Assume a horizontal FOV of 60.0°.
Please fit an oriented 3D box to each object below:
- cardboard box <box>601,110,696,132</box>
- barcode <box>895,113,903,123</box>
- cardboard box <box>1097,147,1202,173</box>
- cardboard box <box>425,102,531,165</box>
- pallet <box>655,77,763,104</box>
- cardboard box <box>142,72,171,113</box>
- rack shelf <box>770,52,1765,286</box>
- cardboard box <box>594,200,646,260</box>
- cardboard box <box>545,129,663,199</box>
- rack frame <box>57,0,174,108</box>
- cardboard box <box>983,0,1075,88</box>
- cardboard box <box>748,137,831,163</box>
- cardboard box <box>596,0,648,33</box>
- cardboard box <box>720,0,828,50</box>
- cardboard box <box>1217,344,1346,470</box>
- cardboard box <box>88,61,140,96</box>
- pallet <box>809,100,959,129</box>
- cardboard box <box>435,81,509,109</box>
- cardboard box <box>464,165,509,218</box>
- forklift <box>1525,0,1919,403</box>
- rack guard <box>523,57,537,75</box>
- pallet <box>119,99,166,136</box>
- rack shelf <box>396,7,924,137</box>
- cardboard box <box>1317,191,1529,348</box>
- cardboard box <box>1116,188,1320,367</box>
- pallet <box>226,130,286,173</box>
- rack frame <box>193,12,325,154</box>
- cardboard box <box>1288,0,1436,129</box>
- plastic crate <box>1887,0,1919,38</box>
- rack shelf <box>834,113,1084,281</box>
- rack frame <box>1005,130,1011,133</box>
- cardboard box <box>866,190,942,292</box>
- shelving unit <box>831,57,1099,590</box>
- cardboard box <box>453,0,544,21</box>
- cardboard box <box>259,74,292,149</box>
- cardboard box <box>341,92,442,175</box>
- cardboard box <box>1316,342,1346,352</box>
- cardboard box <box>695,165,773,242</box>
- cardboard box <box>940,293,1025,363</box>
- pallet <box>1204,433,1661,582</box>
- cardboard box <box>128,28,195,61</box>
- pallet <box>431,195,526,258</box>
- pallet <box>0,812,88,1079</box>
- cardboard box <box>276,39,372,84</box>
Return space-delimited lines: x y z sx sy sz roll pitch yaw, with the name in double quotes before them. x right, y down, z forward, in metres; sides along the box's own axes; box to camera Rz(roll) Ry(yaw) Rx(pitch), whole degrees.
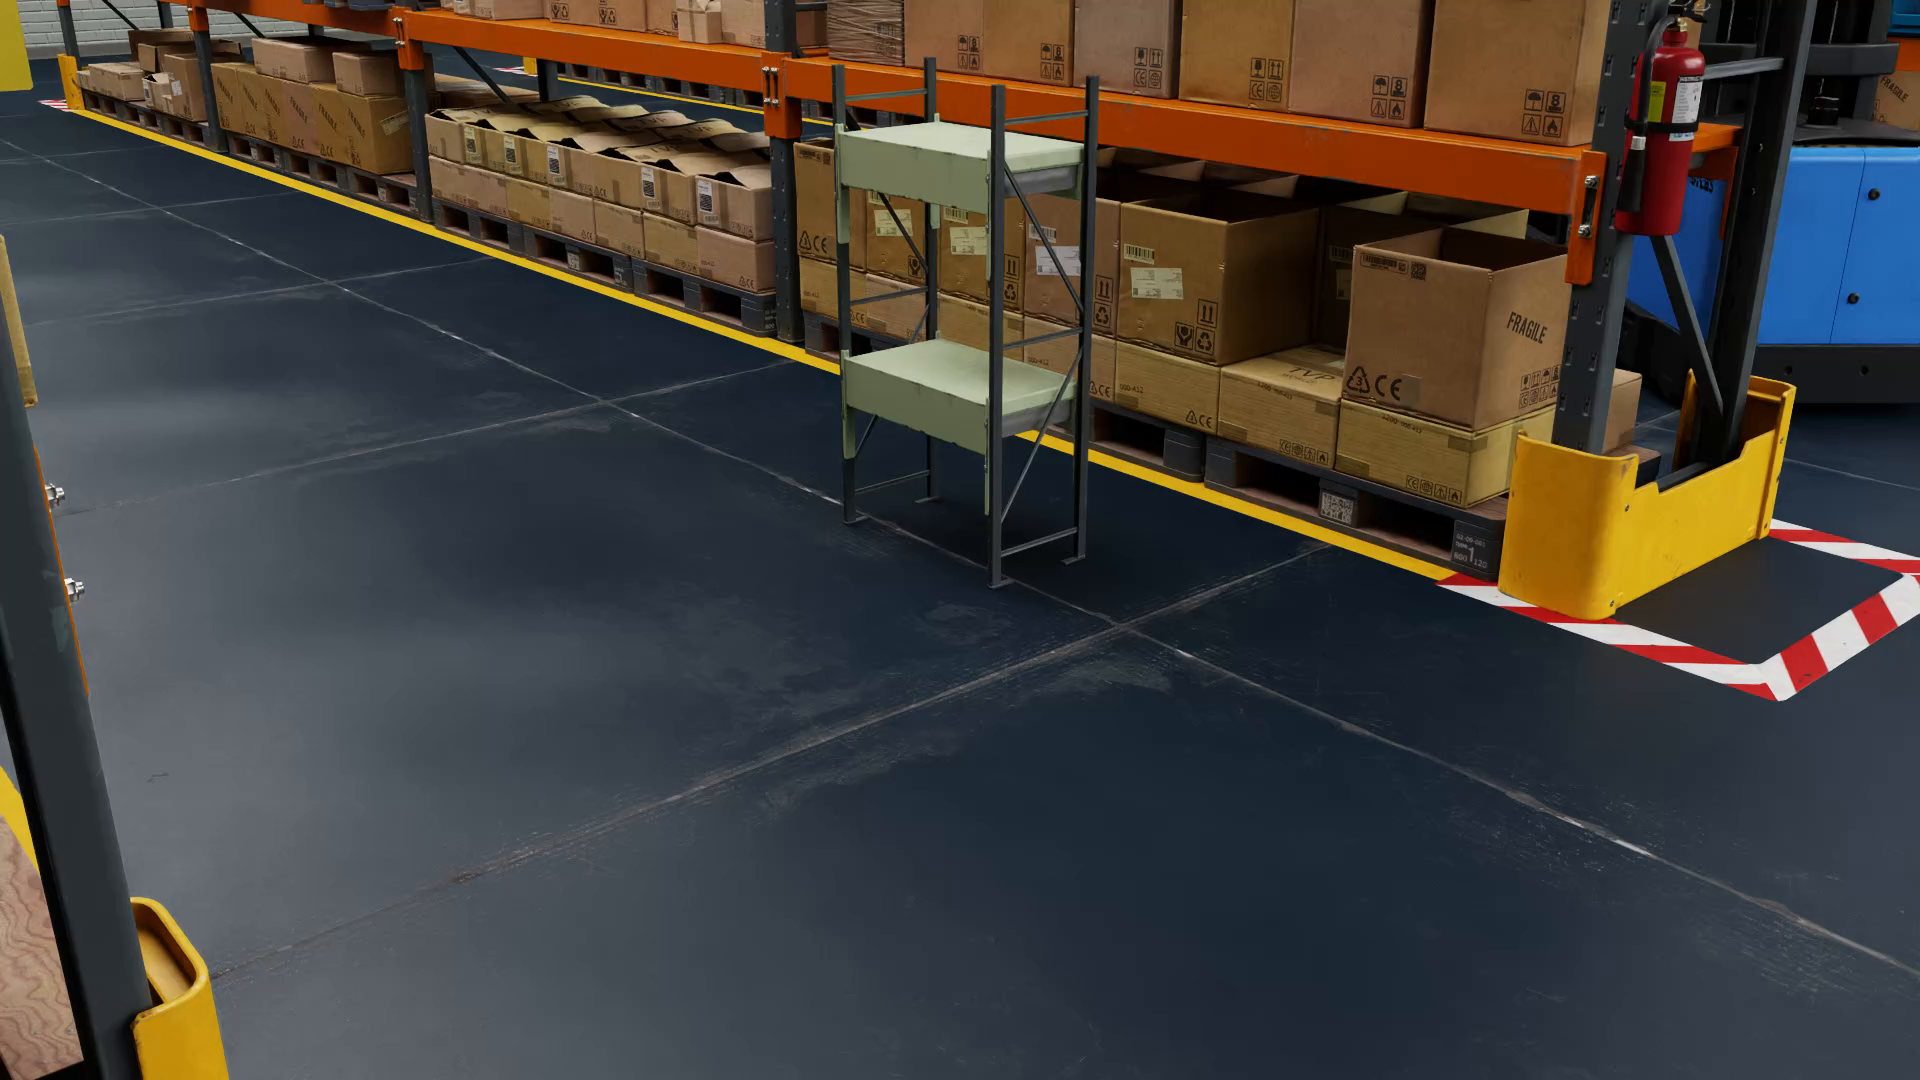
"cardboard box" -1.862 -2.361 9.826 0.500 0.311 0.500 -18 27 -38
"barcode" -0.302 -2.106 8.255 0.001 0.075 0.075 -17 27 -37
"cardboard box" 0.664 -1.358 7.005 0.500 0.500 0.500 -17 27 -37
"cardboard box" -2.943 -2.515 10.218 0.500 0.311 0.500 -16 27 -36
"pallet" -2.427 -4.732 17.277 1.003 0.211 1.213 -17 27 -37
"cardboard box" -6.749 -3.908 14.434 0.500 0.311 0.500 -17 27 -37
"rack shelf" 0.855 -1.561 6.342 1.077 0.370 4.000 -17 27 -37
"cardboard box" -1.604 -1.690 8.881 0.500 0.250 0.500 -17 27 -36
"cardboard box" -1.926 -2.089 9.129 0.500 0.311 0.500 -18 28 -38
"rack frame" -8.284 -5.764 16.086 1.000 3.000 0.127 -17 27 -37
"cardboard box" 0.517 -2.090 6.570 0.700 0.500 0.500 -17 27 -37
"cardboard box" -0.855 -1.938 8.744 0.500 0.311 0.500 -18 28 -38
"cardboard box" -1.611 -2.995 8.880 0.500 0.500 0.500 -17 27 -37
"cardboard box" -0.805 -2.504 7.970 0.500 0.250 0.500 -15 26 -34
"cardboard box" 1.251 -0.471 5.769 0.500 0.250 0.500 -17 27 -37
"cardboard box" -7.818 -4.332 15.599 0.500 0.250 0.500 -17 27 -37
"pallet" -0.645 -3.978 15.351 1.003 0.211 1.213 -17 27 -37
"cardboard box" -3.489 -2.931 11.680 0.500 0.500 0.500 -19 28 -39
"cardboard box" -2.614 -2.115 9.966 0.500 0.250 0.500 -18 28 -39
"forklift" 3.465 -2.399 7.591 1.130 2.935 3.031 0 21 0
"rack guard" -4.555 -5.781 19.559 1.175 0.500 0.348 -17 27 -37
"pallet" -6.921 -3.887 15.120 1.003 0.211 1.213 -17 27 -37
"rack shelf" -1.756 -2.666 9.164 1.077 0.370 4.000 -17 27 -37
"cardboard box" 1.651 -0.946 5.953 0.500 0.500 0.500 -17 27 -37
"cardboard box" 0.921 -0.958 5.982 0.500 0.500 0.500 -17 27 -37
"pallet" -5.113 -3.144 13.223 1.003 0.211 1.213 -17 27 -37
"rack frame" -5.673 -4.658 13.265 1.000 3.000 0.127 -17 27 -37
"cardboard box" 1.519 -1.666 5.486 0.700 0.500 0.500 -17 27 -36
"plastic crate" 4.942 -2.700 8.468 0.499 0.251 0.408 -17 27 -37
"rack shelf" 0.004 -1.060 5.063 0.431 0.370 0.720 -17 27 -37
"rack frame" 0.693 -4.732 13.451 1.000 3.000 0.127 -17 27 -37
"cardboard box" -0.053 -1.374 7.044 0.500 0.500 0.500 -17 27 -37
"shelving unit" 0.004 -0.697 5.206 0.431 1.500 0.755 -17 27 -37
"cardboard box" -2.625 -3.219 9.711 0.500 0.311 0.500 -18 28 -38
"cardboard box" -4.865 -3.223 12.425 0.500 0.500 0.500 -17 27 -37
"cardboard box" -3.850 -2.797 11.336 0.500 0.500 0.500 -16 27 -35
"cardboard box" 1.649 -0.597 6.089 0.500 0.250 0.500 -17 27 -37
"cardboard box" -0.933 -1.668 8.056 0.500 0.311 0.500 -17 27 -37
"cardboard box" 0.267 -0.884 6.824 0.500 0.250 0.500 -17 27 -37
"pallet" 1.629 -0.246 5.823 1.003 0.211 1.213 -17 27 -37
"cardboard box" -7.742 -4.713 16.228 0.500 0.500 0.500 -17 27 -37
"pallet" -2.554 -2.018 10.347 1.003 0.211 1.213 -17 27 -37
"pallet" -2.143 0.882 2.943 1.003 0.211 1.213 -17 27 -37
"cardboard box" -4.561 -3.442 11.956 0.500 0.250 0.500 -18 28 -38
